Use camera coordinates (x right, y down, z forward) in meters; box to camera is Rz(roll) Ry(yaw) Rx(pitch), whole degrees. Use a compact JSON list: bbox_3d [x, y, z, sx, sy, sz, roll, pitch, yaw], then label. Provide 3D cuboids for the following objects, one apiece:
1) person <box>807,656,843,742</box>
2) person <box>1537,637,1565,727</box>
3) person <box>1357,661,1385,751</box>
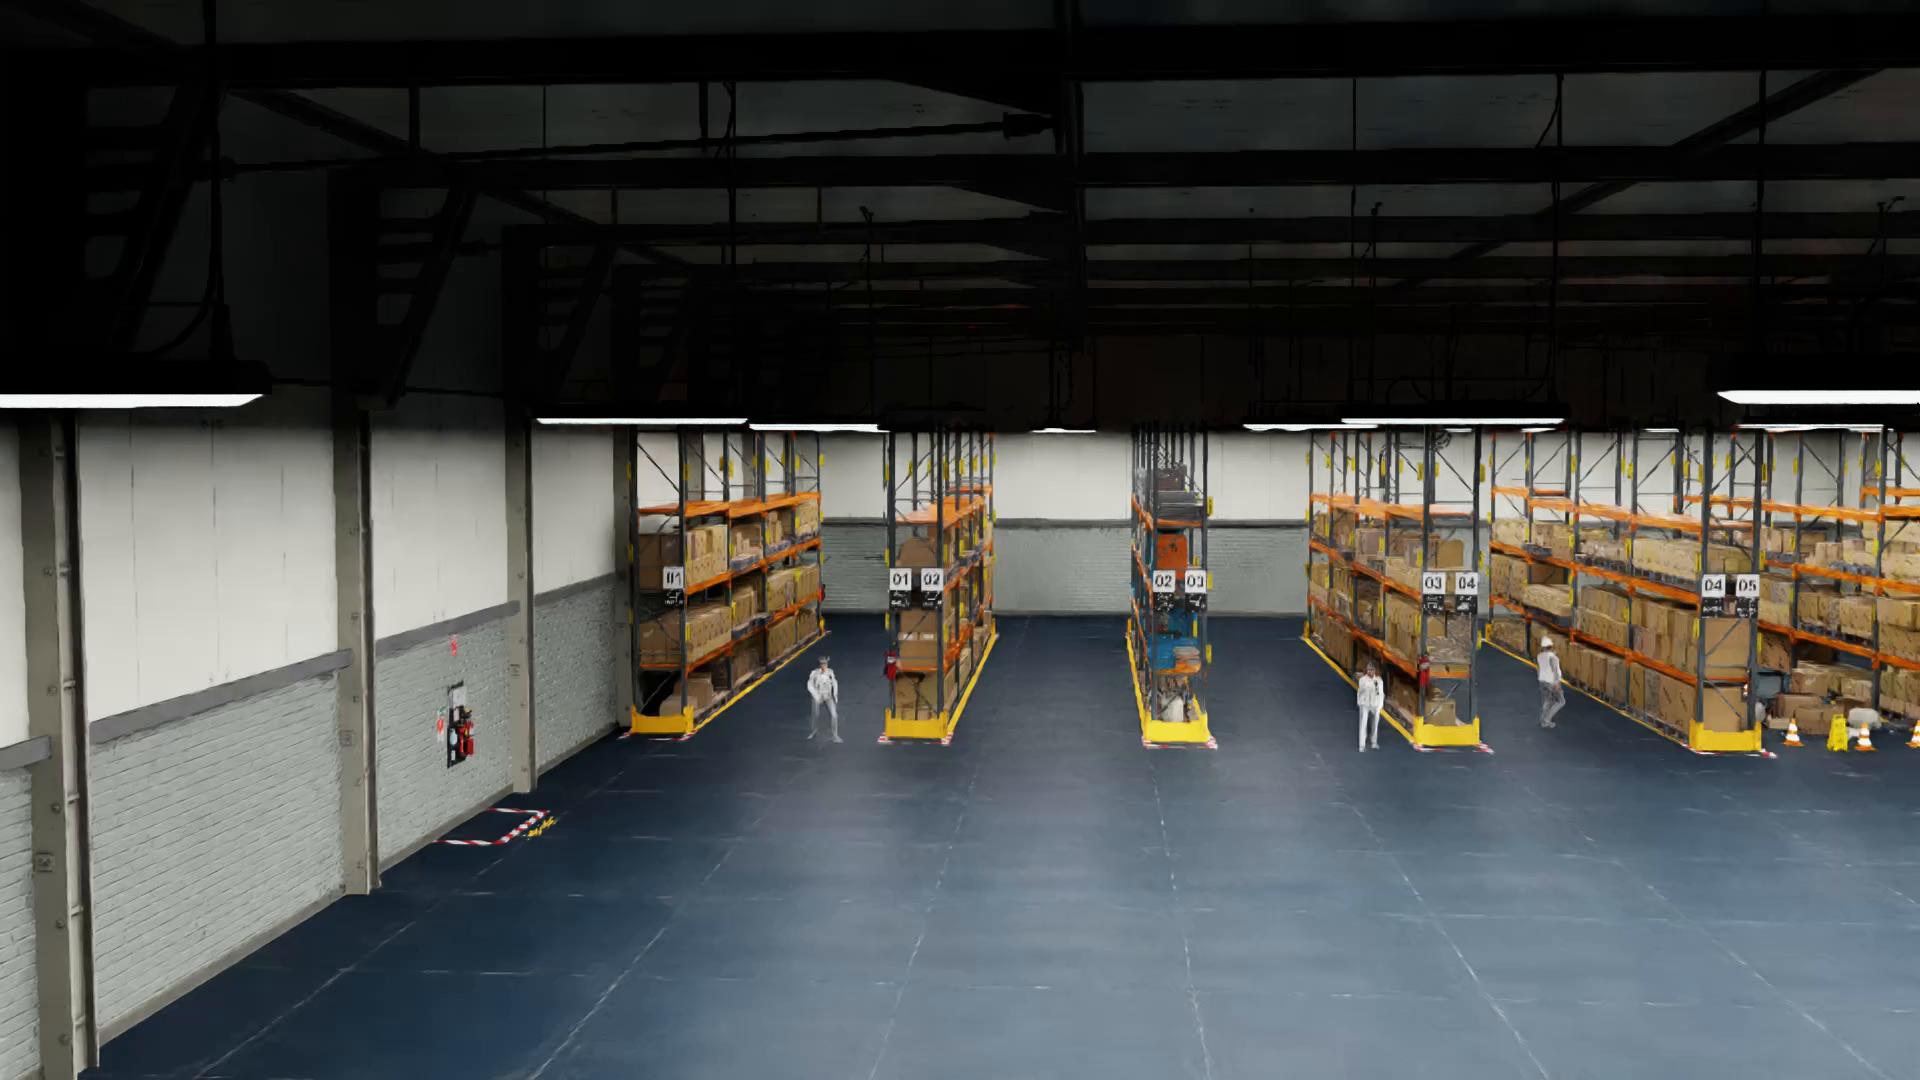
[{"bbox_3d":[-2.555,2.946,31.056,0.639,1.605,0.807,-1,4,-12],"label":"person"},{"bbox_3d":[11.516,2.777,32.533,0.447,1.770,0.569,-1,4,-21],"label":"person"},{"bbox_3d":[7.445,2.987,30.133,0.482,1.621,0.989,1,4,13],"label":"person"}]
